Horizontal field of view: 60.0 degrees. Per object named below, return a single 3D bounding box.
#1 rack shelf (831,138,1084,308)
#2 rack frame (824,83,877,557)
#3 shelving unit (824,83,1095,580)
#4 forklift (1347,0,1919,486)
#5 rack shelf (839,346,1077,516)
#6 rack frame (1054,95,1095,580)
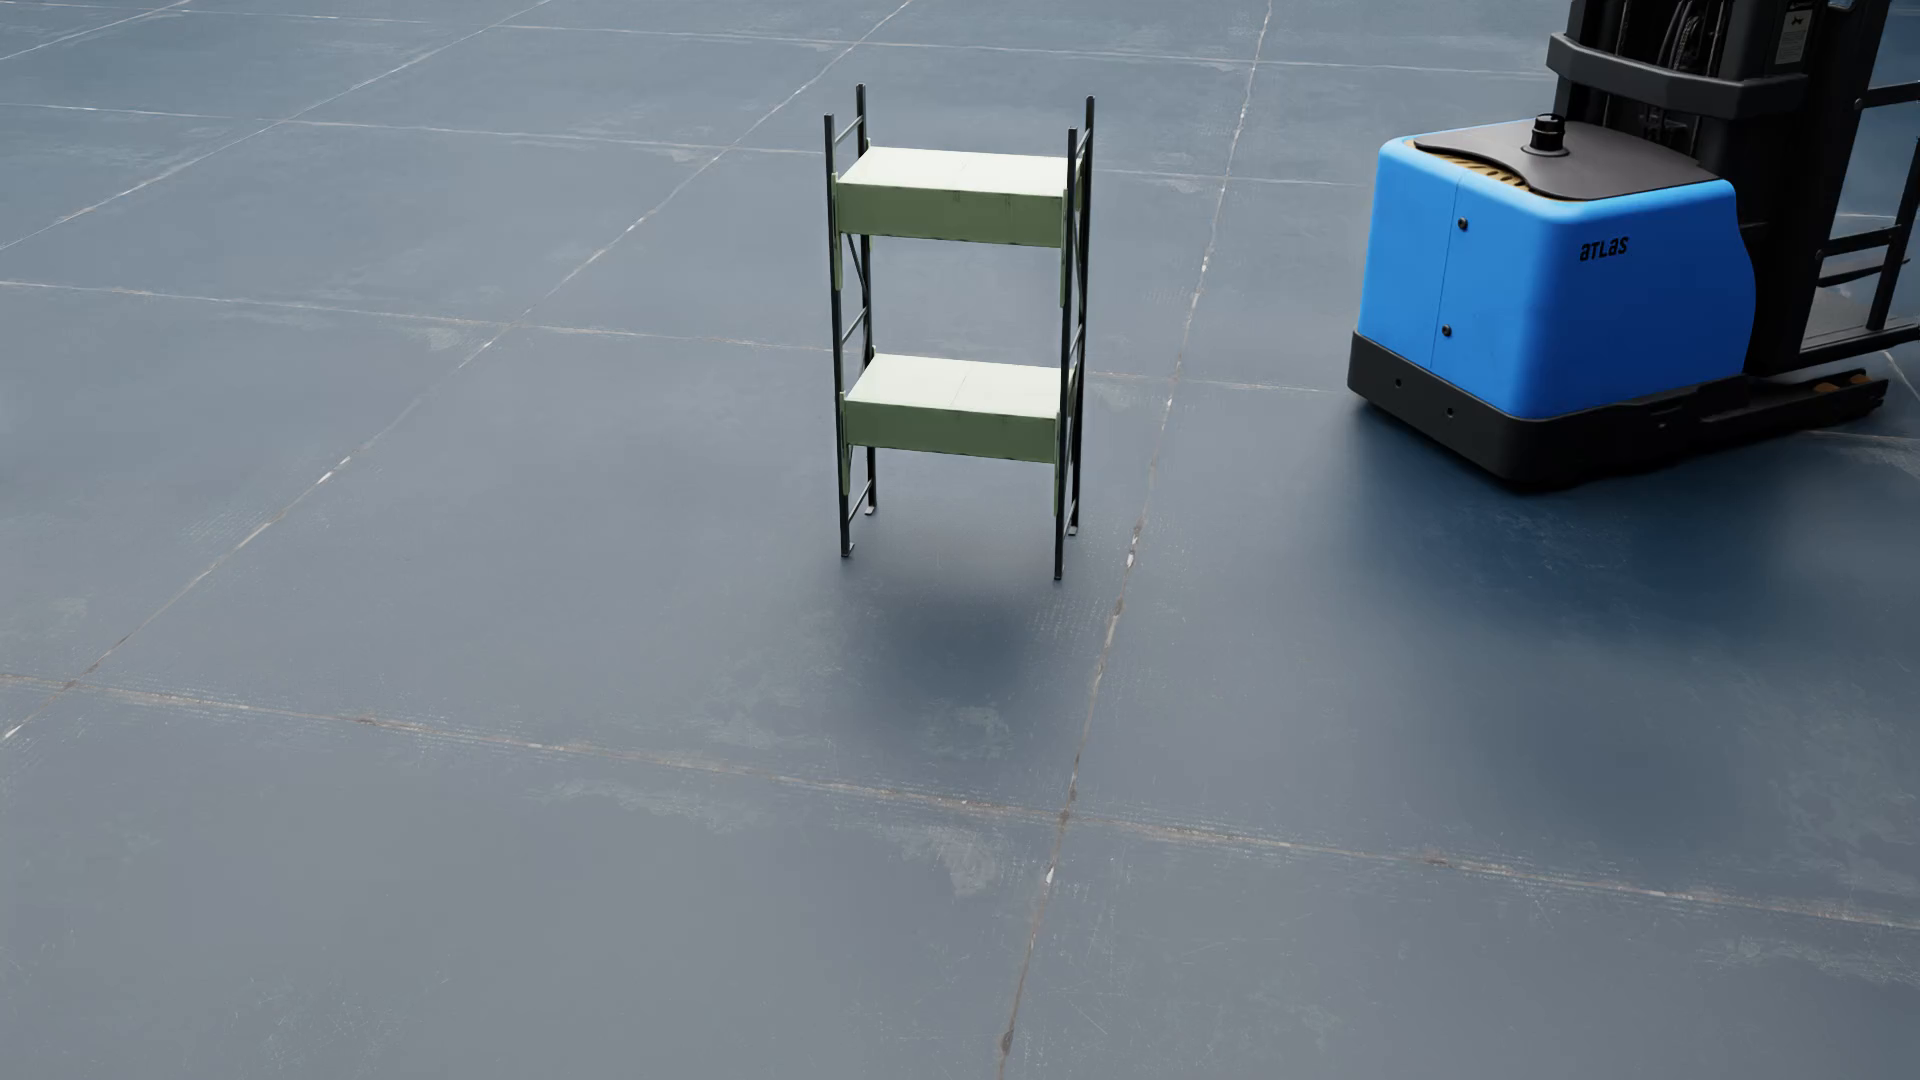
[{"bbox_3d":[0.007,-1.000,5.201,0.720,0.370,0.431,6,29,11],"label":"rack shelf"},{"bbox_3d":[-0.351,-0.694,5.456,0.023,1.500,0.400,6,29,11],"label":"rack frame"},{"bbox_3d":[0.007,-0.657,5.389,0.755,1.500,0.431,6,29,11],"label":"shelving unit"},{"bbox_3d":[3.127,-1.954,6.266,3.031,2.935,1.130,-13,31,-22],"label":"forklift"},{"bbox_3d":[0.007,-0.371,5.545,0.720,0.370,0.431,6,29,11],"label":"rack shelf"},{"bbox_3d":[0.364,-0.620,5.322,0.023,1.500,0.400,6,29,11],"label":"rack frame"}]
